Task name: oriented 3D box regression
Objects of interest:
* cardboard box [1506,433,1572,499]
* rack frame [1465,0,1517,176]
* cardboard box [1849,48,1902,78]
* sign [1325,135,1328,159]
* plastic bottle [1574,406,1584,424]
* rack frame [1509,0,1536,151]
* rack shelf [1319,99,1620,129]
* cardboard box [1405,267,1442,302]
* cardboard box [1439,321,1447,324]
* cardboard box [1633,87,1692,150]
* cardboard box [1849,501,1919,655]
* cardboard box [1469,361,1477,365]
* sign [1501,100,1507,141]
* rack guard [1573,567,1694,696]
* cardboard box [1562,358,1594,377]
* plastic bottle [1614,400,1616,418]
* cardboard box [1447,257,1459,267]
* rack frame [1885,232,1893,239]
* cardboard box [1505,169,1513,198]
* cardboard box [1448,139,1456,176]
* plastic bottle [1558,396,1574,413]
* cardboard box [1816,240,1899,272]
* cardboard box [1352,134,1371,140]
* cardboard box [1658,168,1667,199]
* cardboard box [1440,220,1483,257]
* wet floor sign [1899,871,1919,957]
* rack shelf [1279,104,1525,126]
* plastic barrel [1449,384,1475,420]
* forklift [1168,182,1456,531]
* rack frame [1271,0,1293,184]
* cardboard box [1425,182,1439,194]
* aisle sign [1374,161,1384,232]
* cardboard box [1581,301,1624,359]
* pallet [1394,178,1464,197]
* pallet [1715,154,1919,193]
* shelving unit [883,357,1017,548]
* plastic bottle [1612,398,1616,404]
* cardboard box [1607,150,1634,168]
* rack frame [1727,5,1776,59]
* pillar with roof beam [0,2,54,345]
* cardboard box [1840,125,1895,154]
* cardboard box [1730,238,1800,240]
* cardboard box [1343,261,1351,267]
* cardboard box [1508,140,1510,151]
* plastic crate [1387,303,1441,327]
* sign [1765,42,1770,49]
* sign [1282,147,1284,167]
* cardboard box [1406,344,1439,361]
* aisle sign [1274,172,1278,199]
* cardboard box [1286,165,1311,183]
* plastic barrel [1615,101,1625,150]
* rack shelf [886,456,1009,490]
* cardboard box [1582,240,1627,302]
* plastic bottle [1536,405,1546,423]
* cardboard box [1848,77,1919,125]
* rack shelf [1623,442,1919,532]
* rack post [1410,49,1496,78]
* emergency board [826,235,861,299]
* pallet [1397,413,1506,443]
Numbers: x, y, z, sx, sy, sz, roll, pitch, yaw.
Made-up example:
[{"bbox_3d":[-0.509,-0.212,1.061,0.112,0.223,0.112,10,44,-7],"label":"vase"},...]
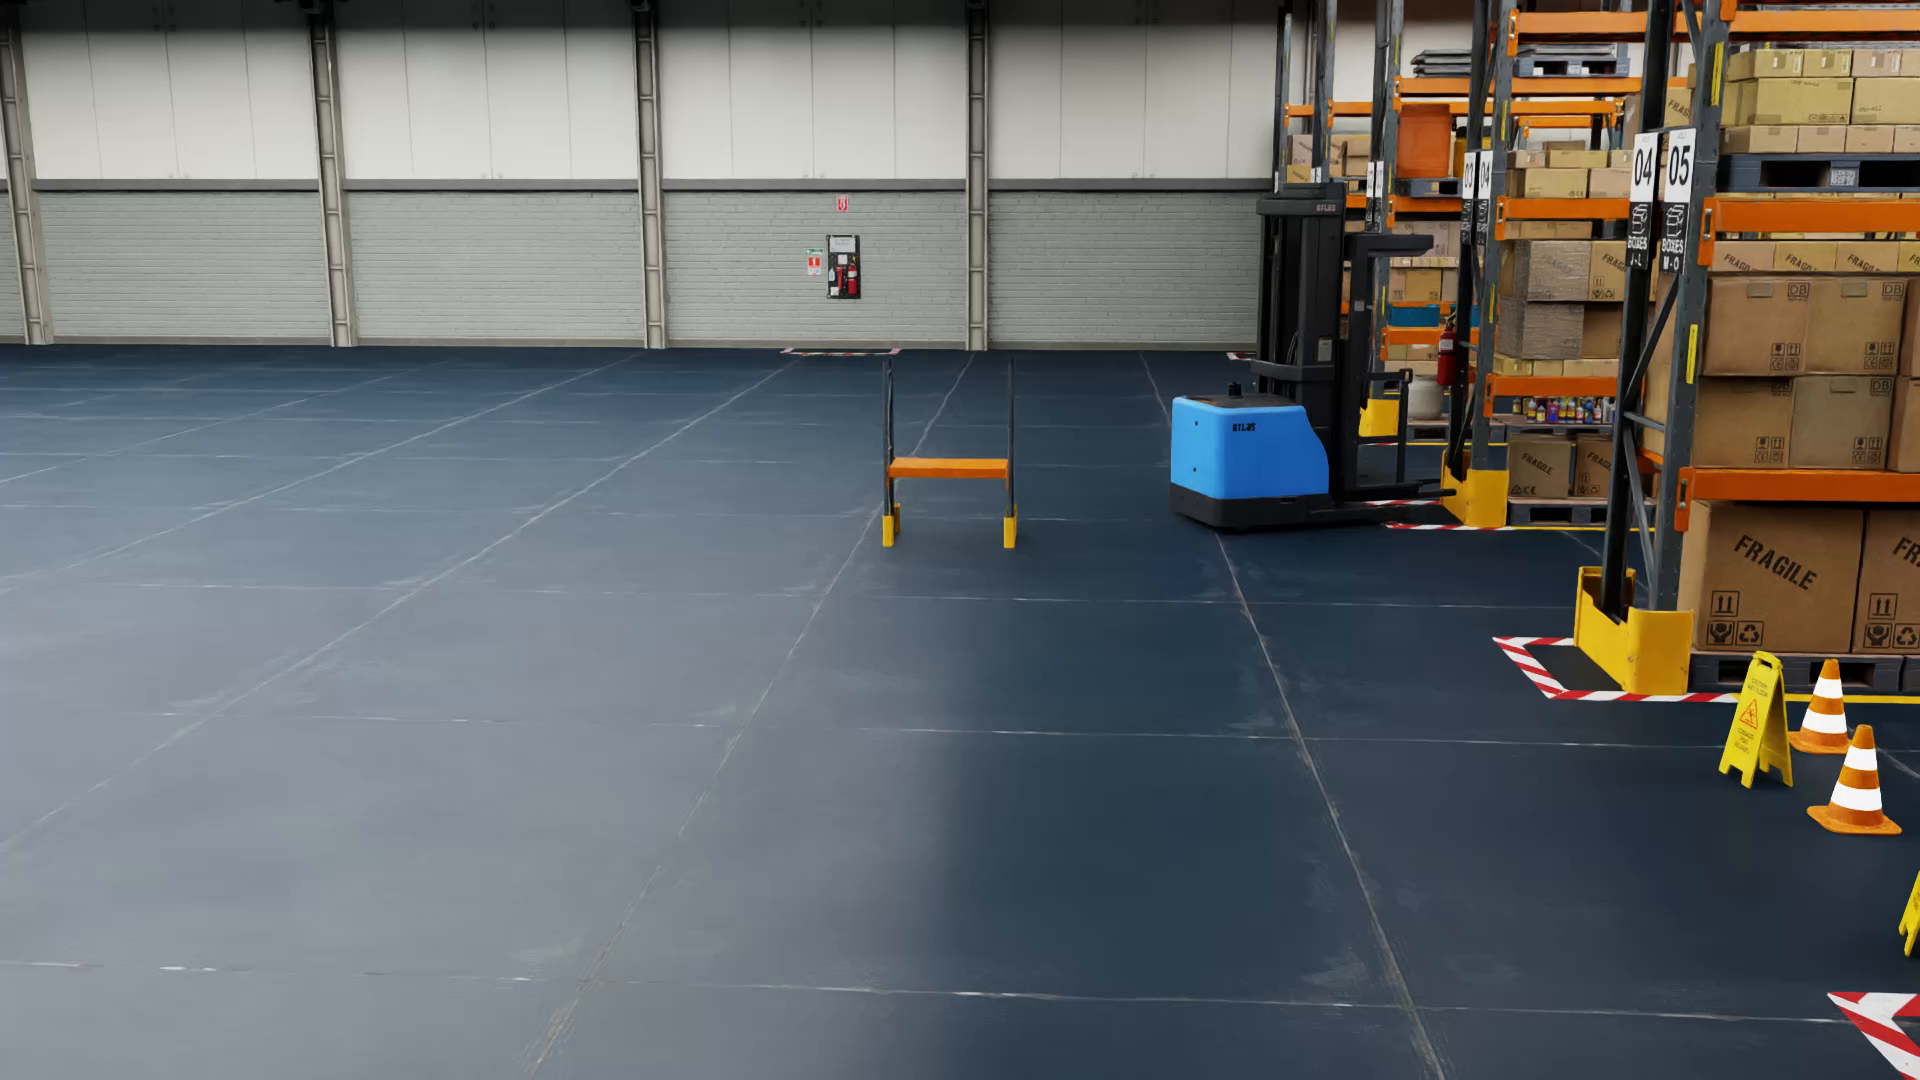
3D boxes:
[{"bbox_3d":[5.170,-0.668,14.886,0.500,0.500,0.500,3,12,14],"label":"cardboard box"},{"bbox_3d":[4.548,-4.635,14.116,0.127,3.000,1.000,1,12,4],"label":"rack frame"},{"bbox_3d":[4.932,-2.600,9.110,0.250,0.149,0.380,1,12,3],"label":"cardboard box"},{"bbox_3d":[5.170,-5.543,23.458,0.005,0.325,0.100,1,12,4],"label":"sign"},{"bbox_3d":[7.208,-1.460,19.350,0.097,0.201,0.097,0,12,0],"label":"plastic bottle"},{"bbox_3d":[9.532,-7.616,28.367,0.127,3.000,1.000,1,12,4],"label":"rack frame"},{"bbox_3d":[7.209,-6.083,23.774,4.000,0.370,1.077,1,12,4],"label":"rack shelf"},{"bbox_3d":[6.698,-3.748,24.283,0.500,0.500,0.700,1,12,4],"label":"cardboard box"},{"bbox_3d":[7.266,-2.984,24.737,0.500,0.500,0.500,1,12,4],"label":"cardboard box"},{"bbox_3d":[6.011,-3.530,13.970,0.500,0.500,0.500,1,12,4],"label":"cardboard box"},{"bbox_3d":[5.675,0.156,10.032,0.875,0.875,0.875,1,12,3],"label":"cardboard box"},{"bbox_3d":[7.230,-2.508,24.291,0.500,0.250,0.500,1,12,4],"label":"cardboard box"},{"bbox_3d":[4.512,-3.483,13.803,0.005,0.325,0.100,1,12,4],"label":"sign"},{"bbox_3d":[4.092,0.537,10.150,0.348,0.500,1.175,1,12,4],"label":"rack guard"},{"bbox_3d":[5.313,-1.509,14.438,0.250,0.149,0.380,1,12,4],"label":"cardboard box"},{"bbox_3d":[7.694,-1.531,19.326,0.185,0.351,0.144,1,12,3],"label":"plastic bottle"},{"bbox_3d":[7.124,-4.018,23.990,0.250,0.149,0.380,1,12,4],"label":"cardboard box"},{"bbox_3d":[13.196,-3.613,23.884,0.053,2.616,0.949,1,12,4],"label":"rack frame"},{"bbox_3d":[5.046,-3.138,14.655,0.500,0.250,0.500,1,12,5],"label":"cardboard box"},{"bbox_3d":[6.852,-5.435,23.654,0.500,0.500,0.500,1,12,4],"label":"cardboard box"},{"bbox_3d":[7.294,-1.681,20.042,0.185,0.351,0.144,1,12,6],"label":"plastic bottle"},{"bbox_3d":[7.573,-2.284,14.117,0.500,0.500,0.500,1,12,4],"label":"cardboard box"},{"bbox_3d":[6.918,-6.673,28.454,0.500,0.500,0.500,1,12,5],"label":"cardboard box"},{"bbox_3d":[6.020,-3.020,14.090,0.500,0.250,0.500,1,12,4],"label":"cardboard box"},{"bbox_3d":[7.259,-4.376,24.121,0.500,0.500,0.700,1,12,4],"label":"cardboard box"},{"bbox_3d":[3.768,1.258,6.350,0.232,0.644,0.267,5,13,23],"label":"wet floor sign"},{"bbox_3d":[7.536,-7.289,28.571,4.000,0.370,1.077,1,12,4],"label":"rack shelf"},{"bbox_3d":[6.041,-1.698,19.778,0.421,0.512,0.421,0,12,0],"label":"plastic barrel"},{"bbox_3d":[3.453,-1.664,14.736,3.031,2.935,1.130,-4,12,-18],"label":"forklift"},{"bbox_3d":[5.541,-7.670,28.628,0.127,3.000,1.000,1,12,4],"label":"rack frame"},{"bbox_3d":[7.952,-6.172,28.498,0.500,0.500,0.500,0,12,2],"label":"cardboard box"},{"bbox_3d":[4.787,-3.924,19.019,0.004,0.787,0.394,1,12,4],"label":"aisle sign"},{"bbox_3d":[5.602,-1.897,14.711,0.500,0.500,0.875,1,12,4],"label":"cardboard box"},{"bbox_3d":[5.698,-4.054,19.130,1.213,0.211,1.003,1,12,4],"label":"pallet"},{"bbox_3d":[4.856,-2.103,9.556,1.213,0.211,1.003,1,12,4],"label":"pallet"},{"bbox_3d":[-0.076,-0.735,13.789,1.083,1.500,0.587,1,12,4],"label":"shelving unit"},{"bbox_3d":[7.675,-1.519,19.435,0.133,0.283,0.061,1,12,4],"label":"plastic bottle"},{"bbox_3d":[5.587,-3.217,14.058,0.250,0.149,0.380,1,12,6],"label":"cardboard box"},{"bbox_3d":[8.870,-5.592,18.691,0.127,3.000,1.000,1,12,4],"label":"rack frame"},{"bbox_3d":[-17.937,-7.286,26.793,0.548,9.000,9.100,1,12,4],"label":"pillar with roof beam"},{"bbox_3d":[4.940,-2.209,9.189,0.250,0.149,0.380,1,12,4],"label":"cardboard box"},{"bbox_3d":[7.109,-2.399,14.667,0.500,0.500,0.500,1,12,4],"label":"cardboard box"},{"bbox_3d":[5.591,-4.039,24.092,0.250,0.149,0.380,1,12,3],"label":"cardboard box"},{"bbox_3d":[7.570,-5.508,23.999,0.637,0.503,0.797,2,12,10],"label":"cardboard box"},{"bbox_3d":[5.398,-2.691,19.842,0.616,0.251,0.499,1,12,4],"label":"plastic crate"},{"bbox_3d":[8.822,-5.377,18.176,0.005,0.325,0.100,1,12,4],"label":"sign"},{"bbox_3d":[5.505,-6.519,28.316,0.005,0.325,0.100,1,12,4],"label":"sign"},{"bbox_3d":[6.732,-2.885,24.263,0.500,0.500,0.500,1,12,4],"label":"cardboard box"},{"bbox_3d":[5.449,-5.946,28.688,0.004,0.787,0.394,1,12,4],"label":"aisle sign"},{"bbox_3d":[5.858,-6.205,28.657,0.500,0.500,0.500,1,12,5],"label":"cardboard box"},{"bbox_3d":[7.884,-4.610,19.074,0.708,0.901,0.600,1,12,4],"label":"plastic barrel"},{"bbox_3d":[-0.085,-0.559,13.827,1.000,0.185,0.538,1,12,4],"label":"rack shelf"},{"bbox_3d":[5.577,-2.311,14.245,0.500,0.500,0.500,1,12,4],"label":"cardboard box"},{"bbox_3d":[6.770,-1.466,19.379,0.097,0.201,0.097,0,12,0],"label":"plastic bottle"},{"bbox_3d":[5.087,-2.415,9.203,0.500,0.250,0.500,1,12,3],"label":"cardboard box"},{"bbox_3d":[6.111,-0.307,9.835,4.000,0.370,1.077,1,12,4],"label":"rack shelf"},{"bbox_3d":[5.625,-5.365,18.830,0.954,0.300,0.937,2,12,10],"label":"rack post"},{"bbox_3d":[-2.153,-5.025,30.633,0.643,1.169,0.194,1,12,4],"label":"emergency board"},{"bbox_3d":[5.768,-1.341,19.835,1.213,0.211,1.003,1,12,4],"label":"pallet"}]
